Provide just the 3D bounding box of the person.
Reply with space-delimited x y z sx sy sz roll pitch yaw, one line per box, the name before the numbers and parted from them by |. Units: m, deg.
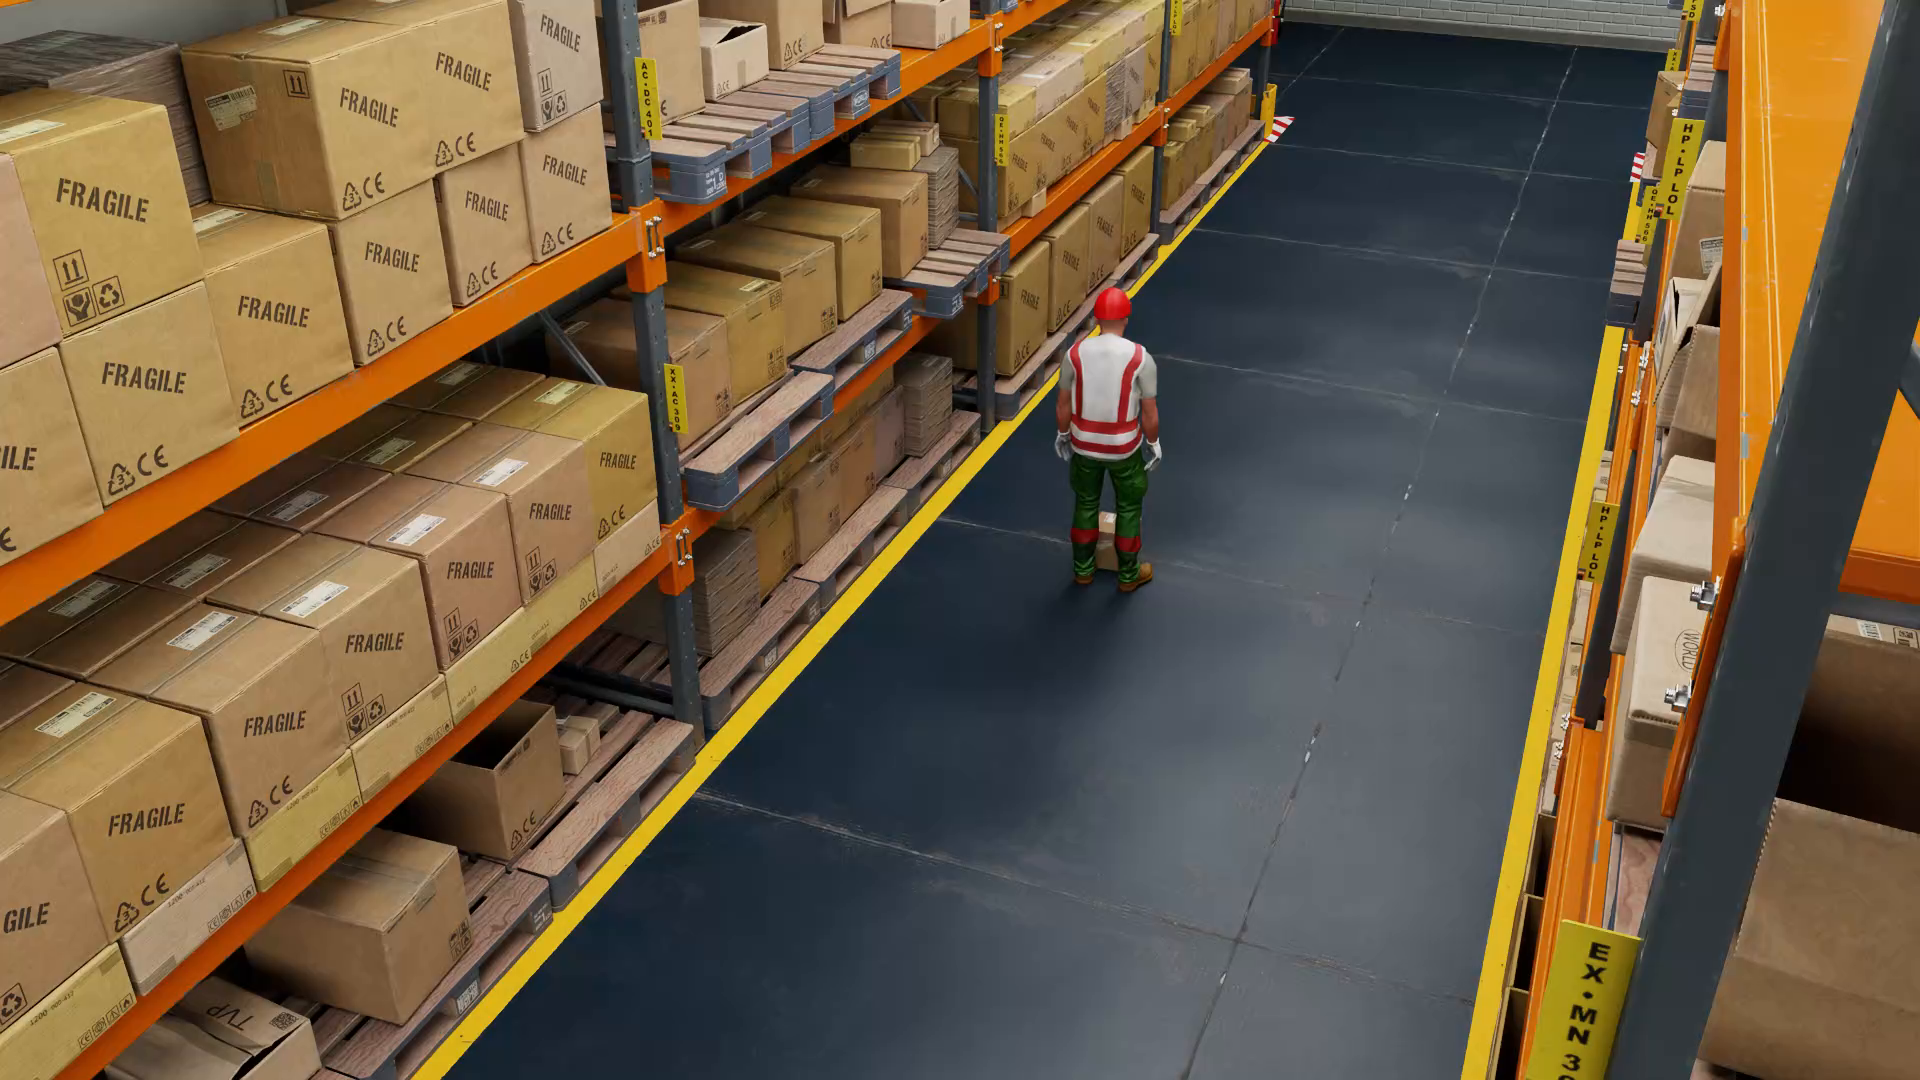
person | 0.833 -0.552 9.368 0.615 1.778 0.453 9 31 16
